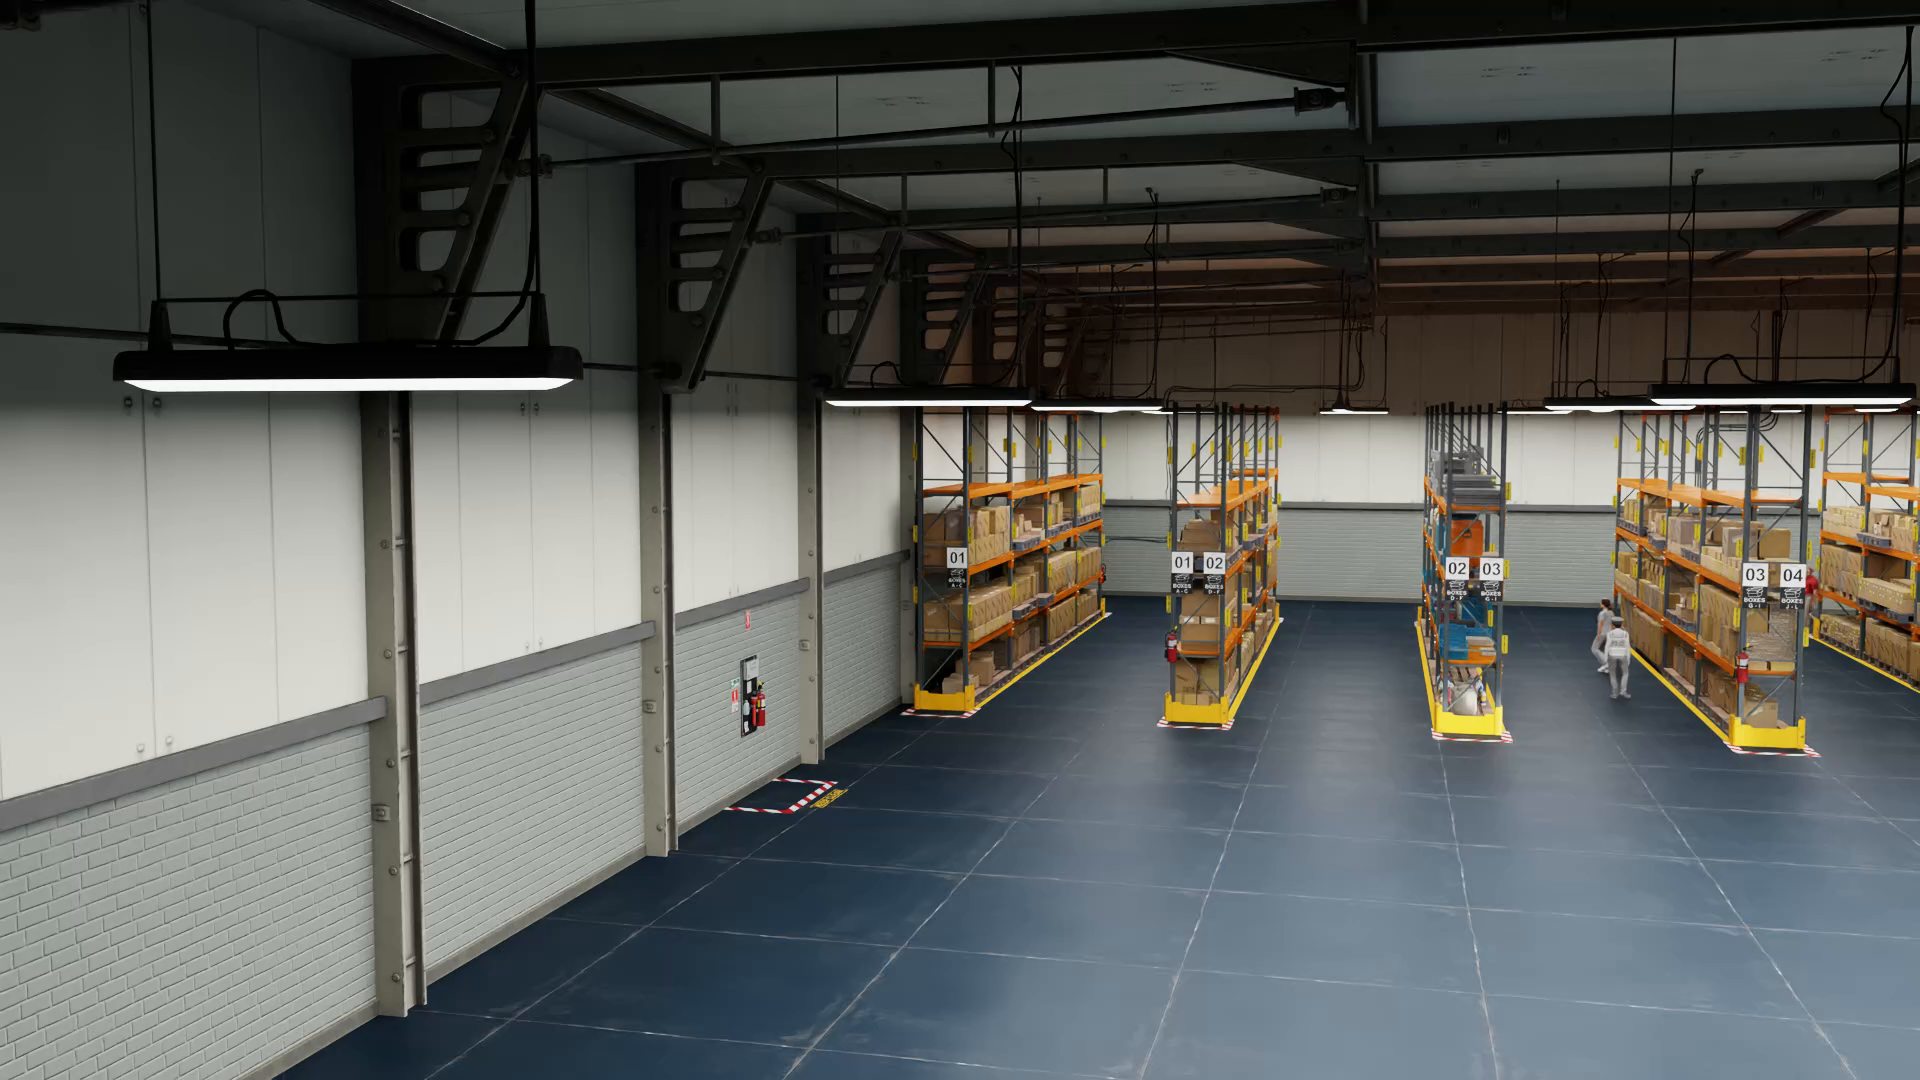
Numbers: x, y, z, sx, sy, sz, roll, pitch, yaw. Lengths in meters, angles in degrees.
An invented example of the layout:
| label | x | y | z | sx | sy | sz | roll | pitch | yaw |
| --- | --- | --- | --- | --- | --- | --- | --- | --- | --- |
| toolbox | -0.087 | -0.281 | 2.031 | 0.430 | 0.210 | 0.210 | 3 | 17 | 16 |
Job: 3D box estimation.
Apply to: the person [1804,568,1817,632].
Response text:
| label | x | y | z | sx | sy | sz | roll | pitch | yaw |
| --- | --- | --- | --- | --- | --- | --- | --- | --- | --- |
| person | 22.540 | 1.584 | 44.134 | 0.635 | 1.709 | 0.546 | 0 | 4 | 2 |

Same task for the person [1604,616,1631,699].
| label | x | y | z | sx | sy | sz | roll | pitch | yaw |
| --- | --- | --- | --- | --- | --- | --- | --- | --- | --- |
| person | 13.354 | 2.400 | 33.769 | 0.512 | 1.672 | 0.497 | 1 | 4 | 14 |

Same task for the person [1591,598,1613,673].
| label | x | y | z | sx | sy | sz | roll | pitch | yaw |
| --- | --- | --- | --- | --- | --- | --- | --- | --- | --- |
| person | 14.458 | 2.143 | 37.213 | 0.485 | 1.666 | 0.475 | -2 | 5 | -30 |
